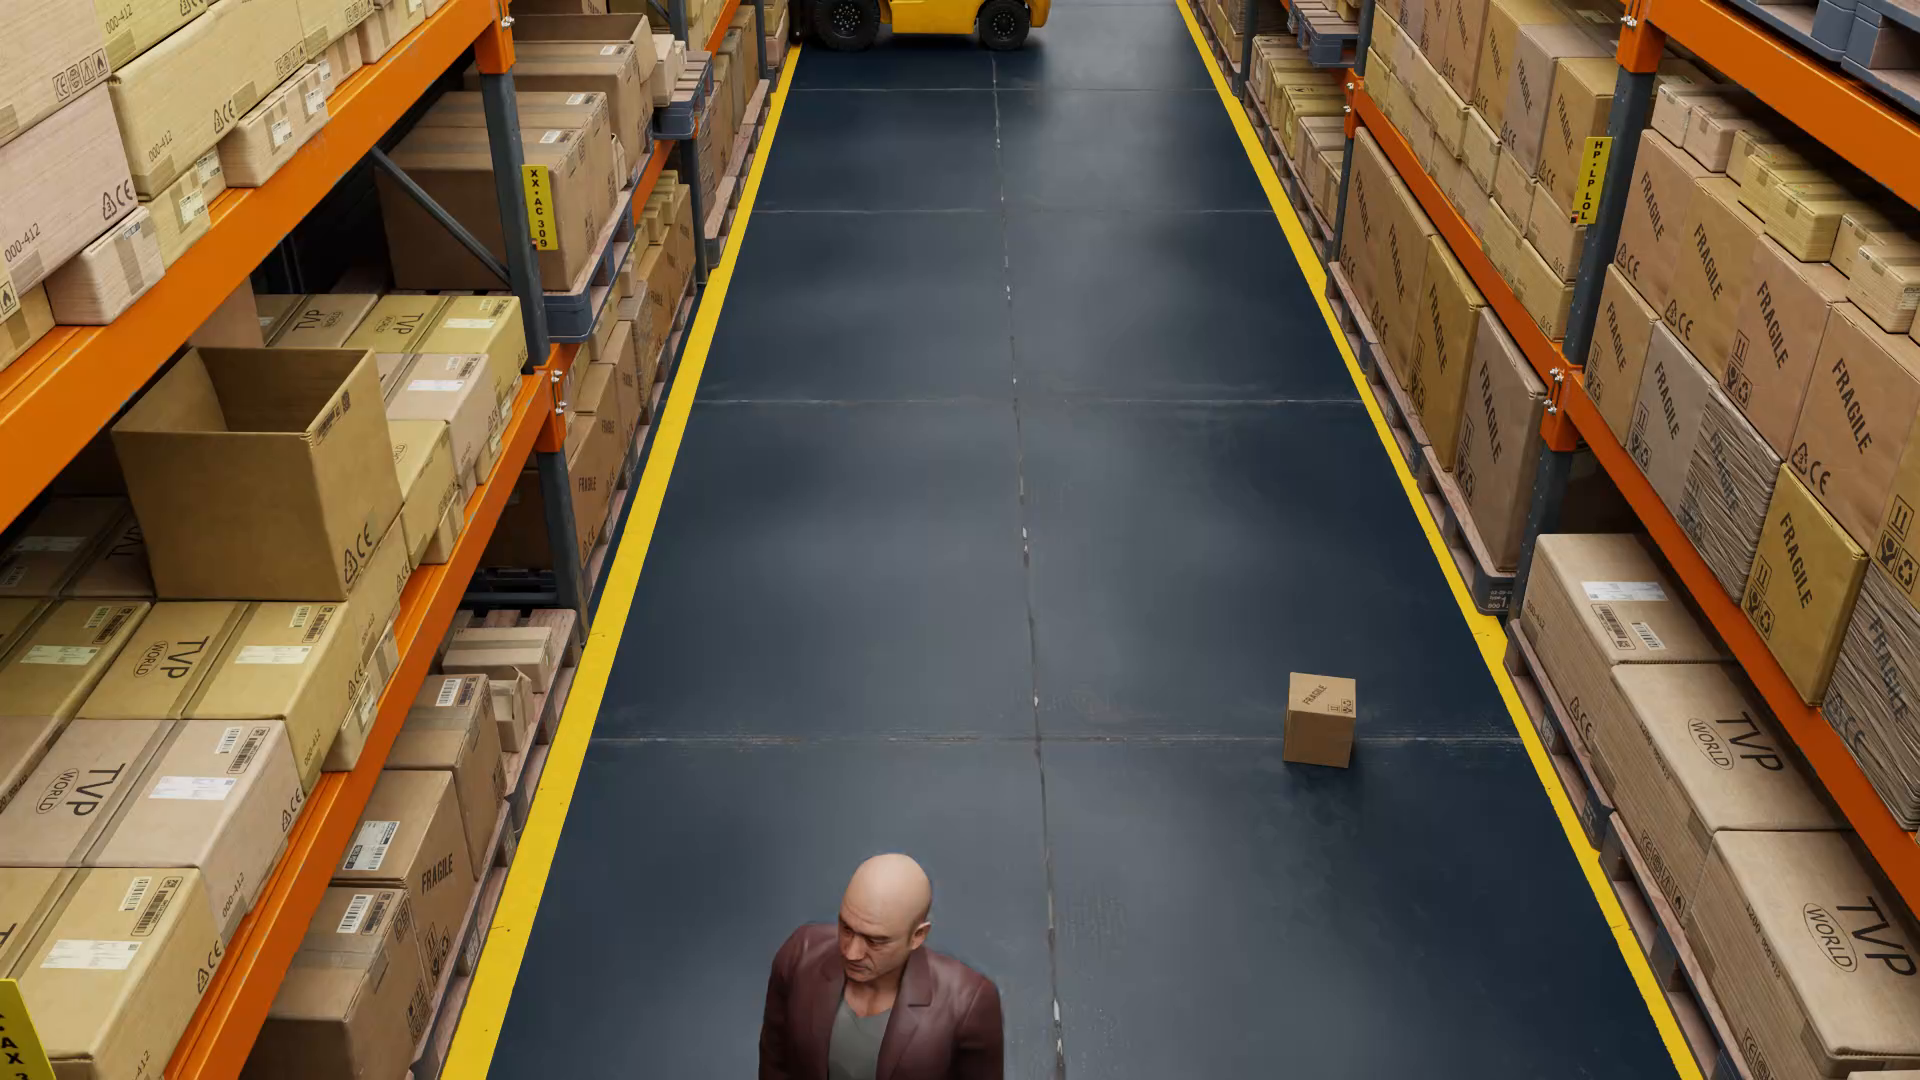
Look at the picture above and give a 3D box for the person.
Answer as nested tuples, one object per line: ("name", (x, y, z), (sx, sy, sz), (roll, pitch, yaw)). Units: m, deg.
("person", (-0.196, 1.421, 3.768), (0.576, 1.757, 0.729), (12, 33, 19))
